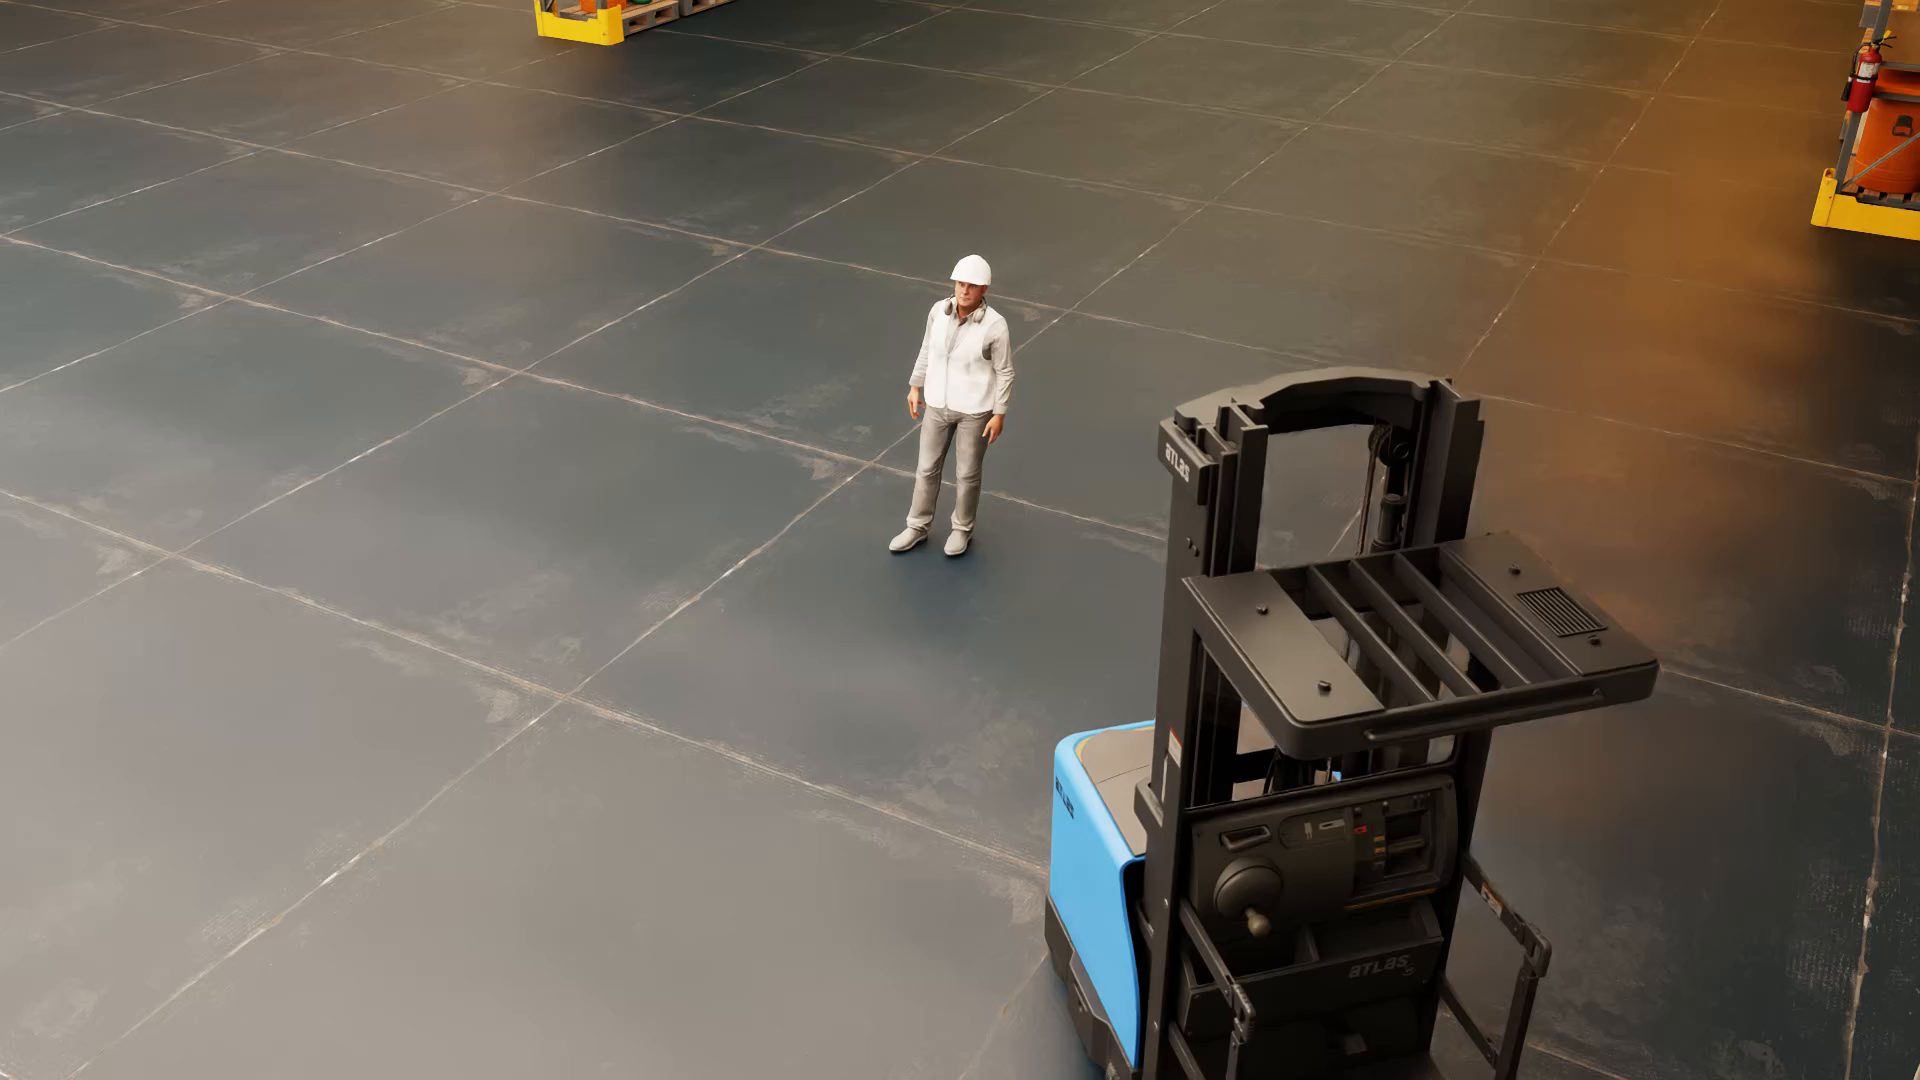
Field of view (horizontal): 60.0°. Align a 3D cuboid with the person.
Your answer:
[{"bbox_3d":[-0.037,-0.750,9.512,0.632,1.773,0.568,15,33,25],"label":"person"}]

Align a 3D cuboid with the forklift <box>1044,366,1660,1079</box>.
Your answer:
[{"bbox_3d":[1.247,1.072,5.213,1.130,2.935,3.031,-8,31,-14],"label":"forklift"}]
